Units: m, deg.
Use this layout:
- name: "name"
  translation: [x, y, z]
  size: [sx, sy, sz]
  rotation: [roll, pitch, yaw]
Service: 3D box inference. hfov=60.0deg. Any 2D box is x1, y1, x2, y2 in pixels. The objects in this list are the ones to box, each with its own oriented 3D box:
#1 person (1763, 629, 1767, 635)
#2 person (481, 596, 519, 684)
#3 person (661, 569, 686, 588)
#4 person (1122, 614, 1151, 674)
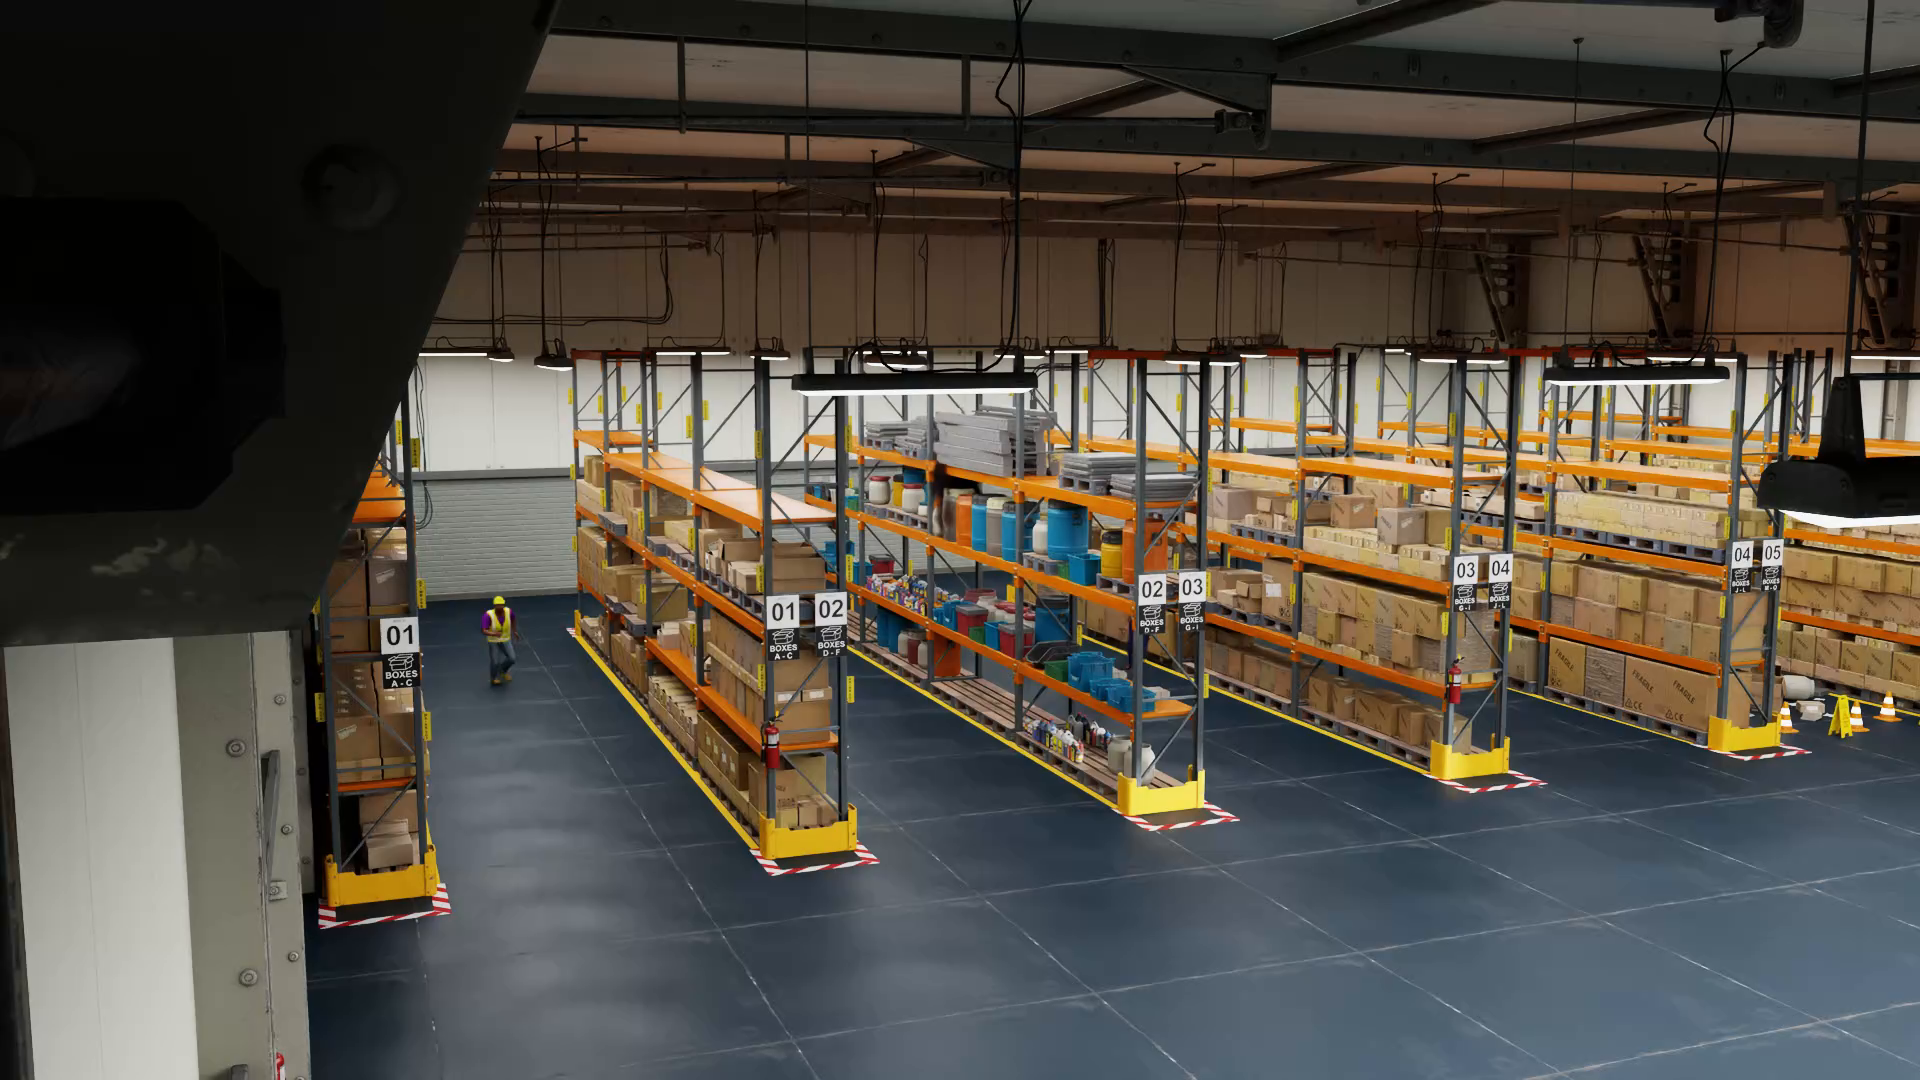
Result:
- name: "person"
  translation: [16.007, 1.215, 33.886]
  size: [0.655, 1.766, 1.000]
  rotation: [-3, 8, -24]
- name: "person"
  translation: [-8.248, 1.805, 29.865]
  size: [0.725, 1.654, 0.829]
  rotation: [-5, 9, -34]
- name: "person"
  translation: [-6.111, 1.049, 35.485]
  size: [0.615, 1.825, 0.833]
  rotation: [-2, 7, -18]
- name: "person"
  translation: [3.197, 1.572, 29.700]
  size: [0.598, 1.656, 0.440]
  rotation: [1, 7, 7]
